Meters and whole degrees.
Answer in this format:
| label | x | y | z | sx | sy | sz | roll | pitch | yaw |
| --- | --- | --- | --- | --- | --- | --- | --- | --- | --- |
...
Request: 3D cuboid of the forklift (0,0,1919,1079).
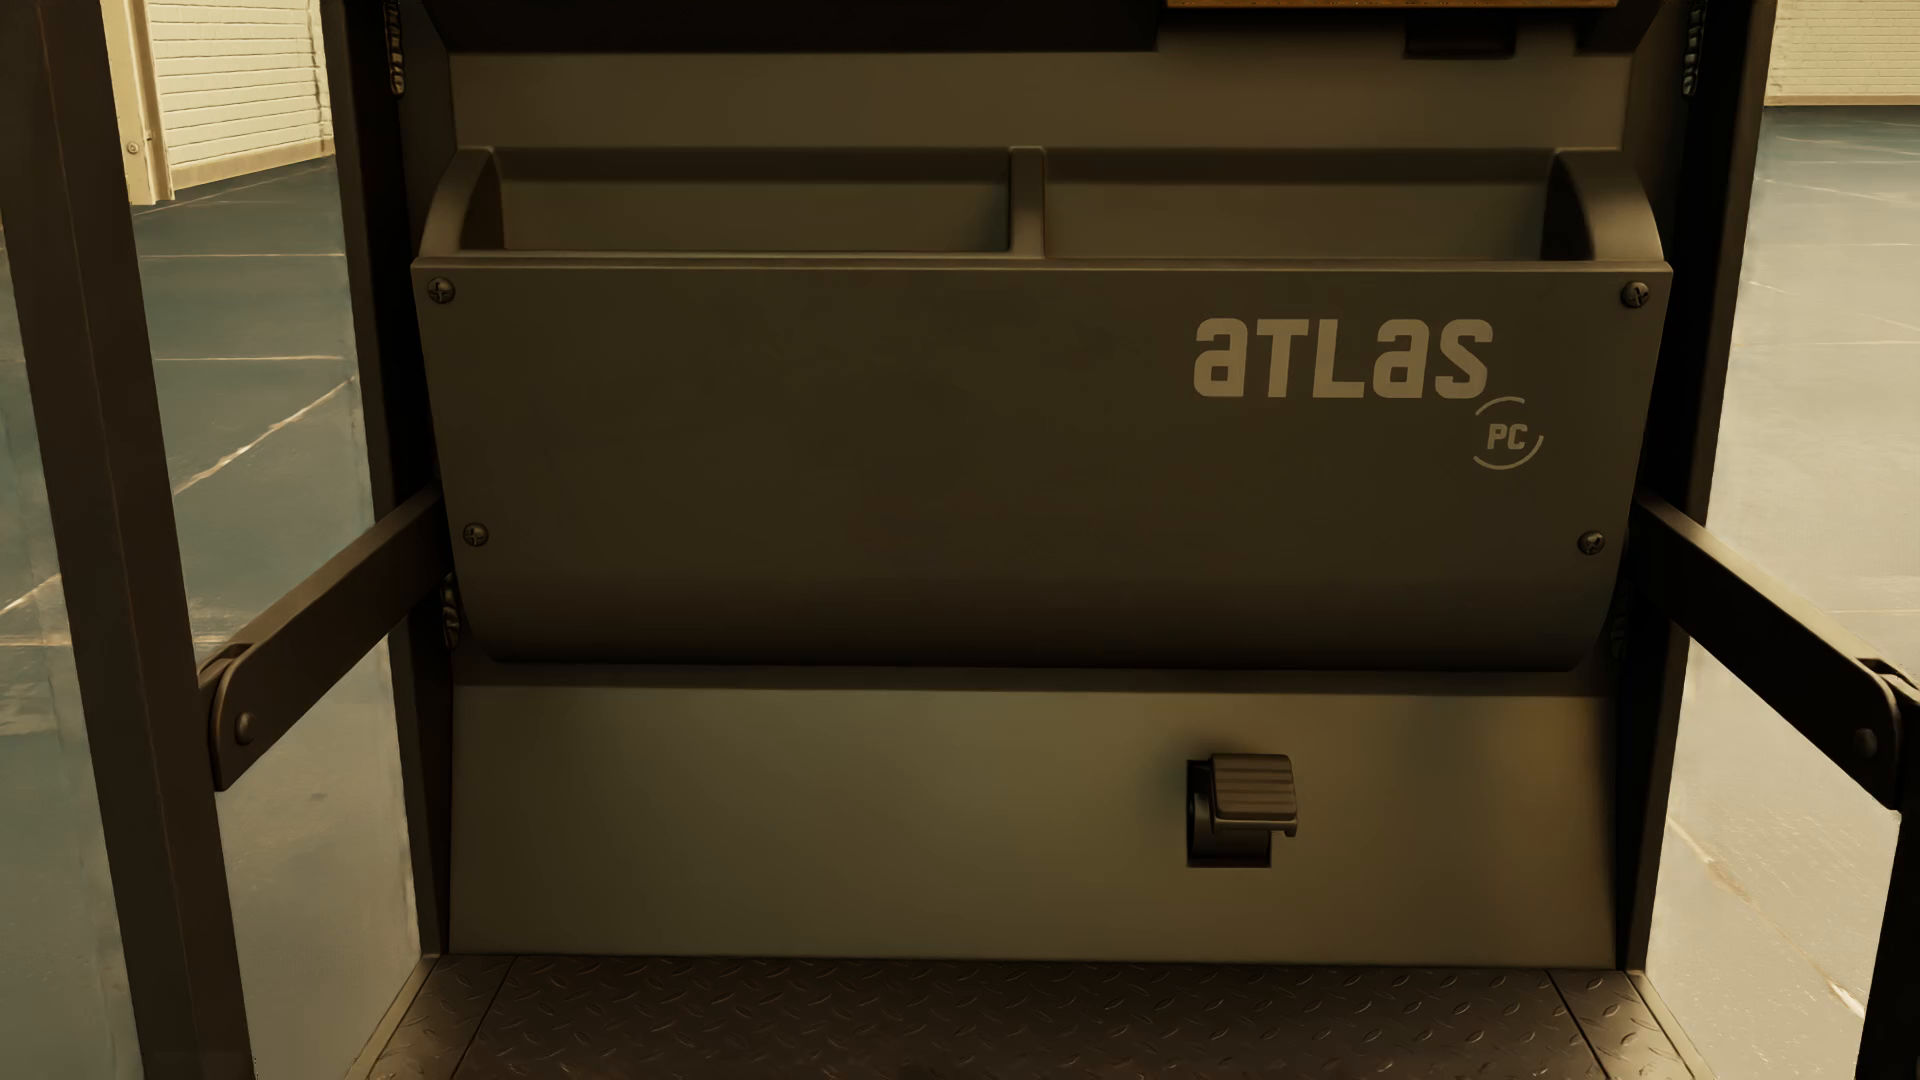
| label | x | y | z | sx | sy | sz | roll | pitch | yaw |
| --- | --- | --- | --- | --- | --- | --- | --- | --- | --- |
| forklift | 0.055 | -0.625 | 0.951 | 1.130 | 2.935 | 3.031 | 0 | 17 | 1 |
